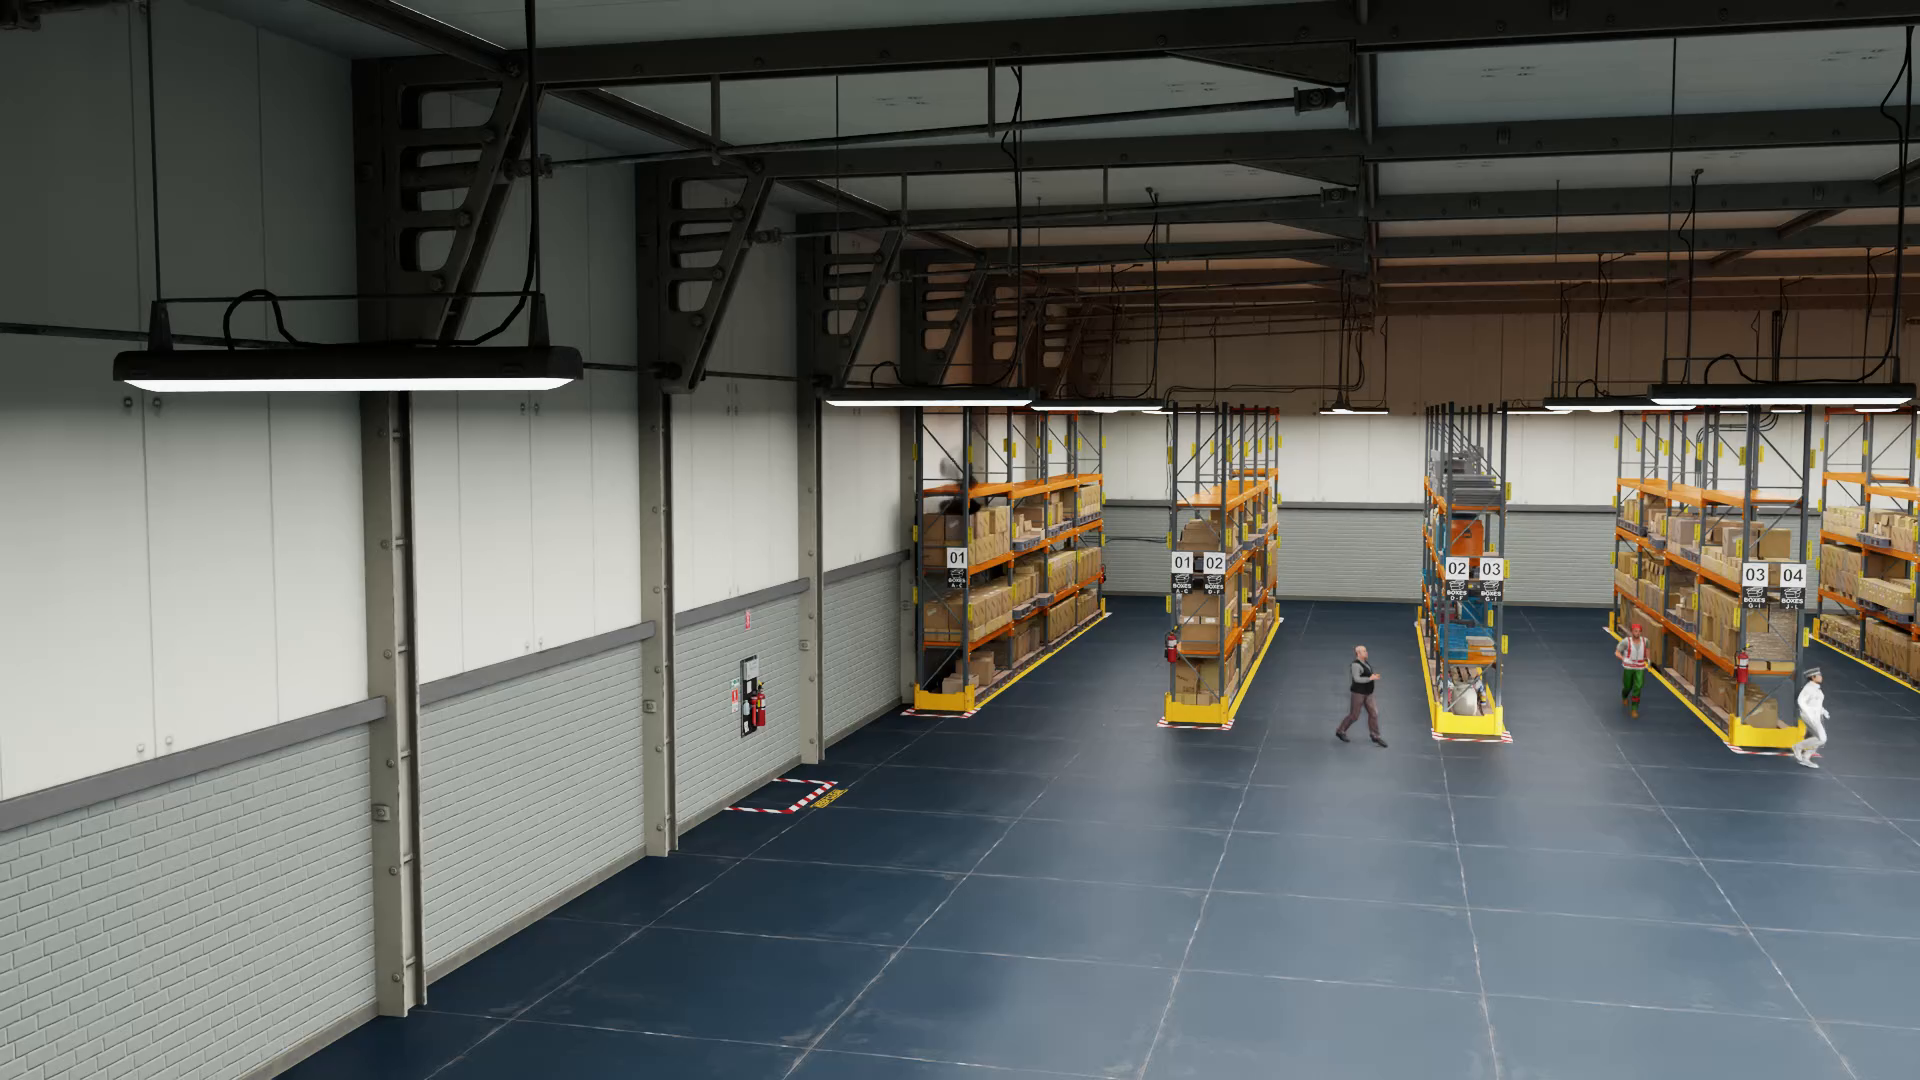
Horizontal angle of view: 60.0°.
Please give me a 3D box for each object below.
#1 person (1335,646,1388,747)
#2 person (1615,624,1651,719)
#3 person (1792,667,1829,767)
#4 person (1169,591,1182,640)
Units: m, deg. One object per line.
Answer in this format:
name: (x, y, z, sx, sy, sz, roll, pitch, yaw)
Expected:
person: (6.984, 2.704, 28.913, 0.888, 1.742, 0.656, 4, 6, 40)
person: (12.925, 2.475, 31.925, 0.685, 1.775, 1.027, 1, 4, 8)
person: (13.960, 2.895, 27.286, 0.505, 1.651, 0.630, 3, 5, 37)
person: (5.620, 1.761, 42.408, 0.557, 1.623, 0.868, 1, 4, 17)
